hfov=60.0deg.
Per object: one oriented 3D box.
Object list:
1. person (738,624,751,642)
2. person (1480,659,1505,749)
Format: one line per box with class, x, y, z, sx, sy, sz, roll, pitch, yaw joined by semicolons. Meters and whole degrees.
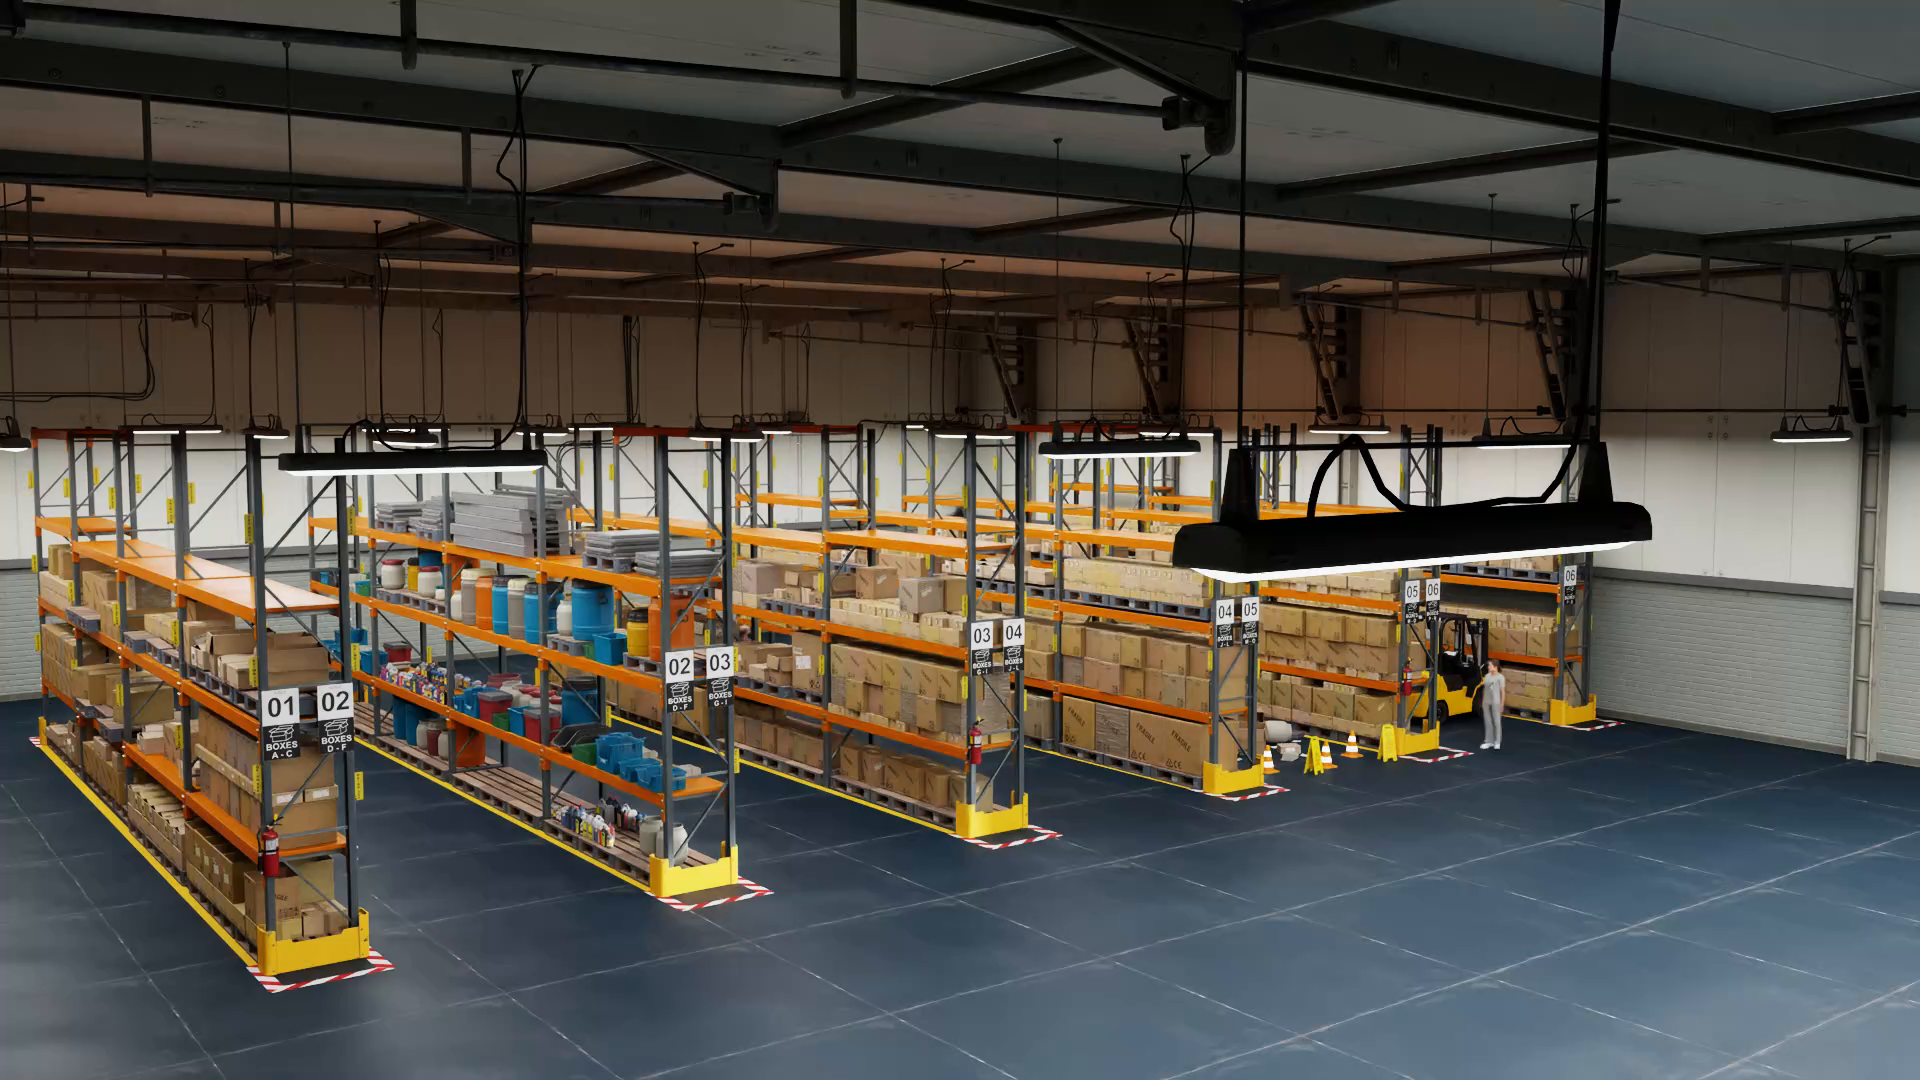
person;-4.508;2.711;35.451;0.468;1.841;0.588;-1;5;-9
person;9.960;3.066;31.057;0.376;1.696;0.509;-4;6;-43
